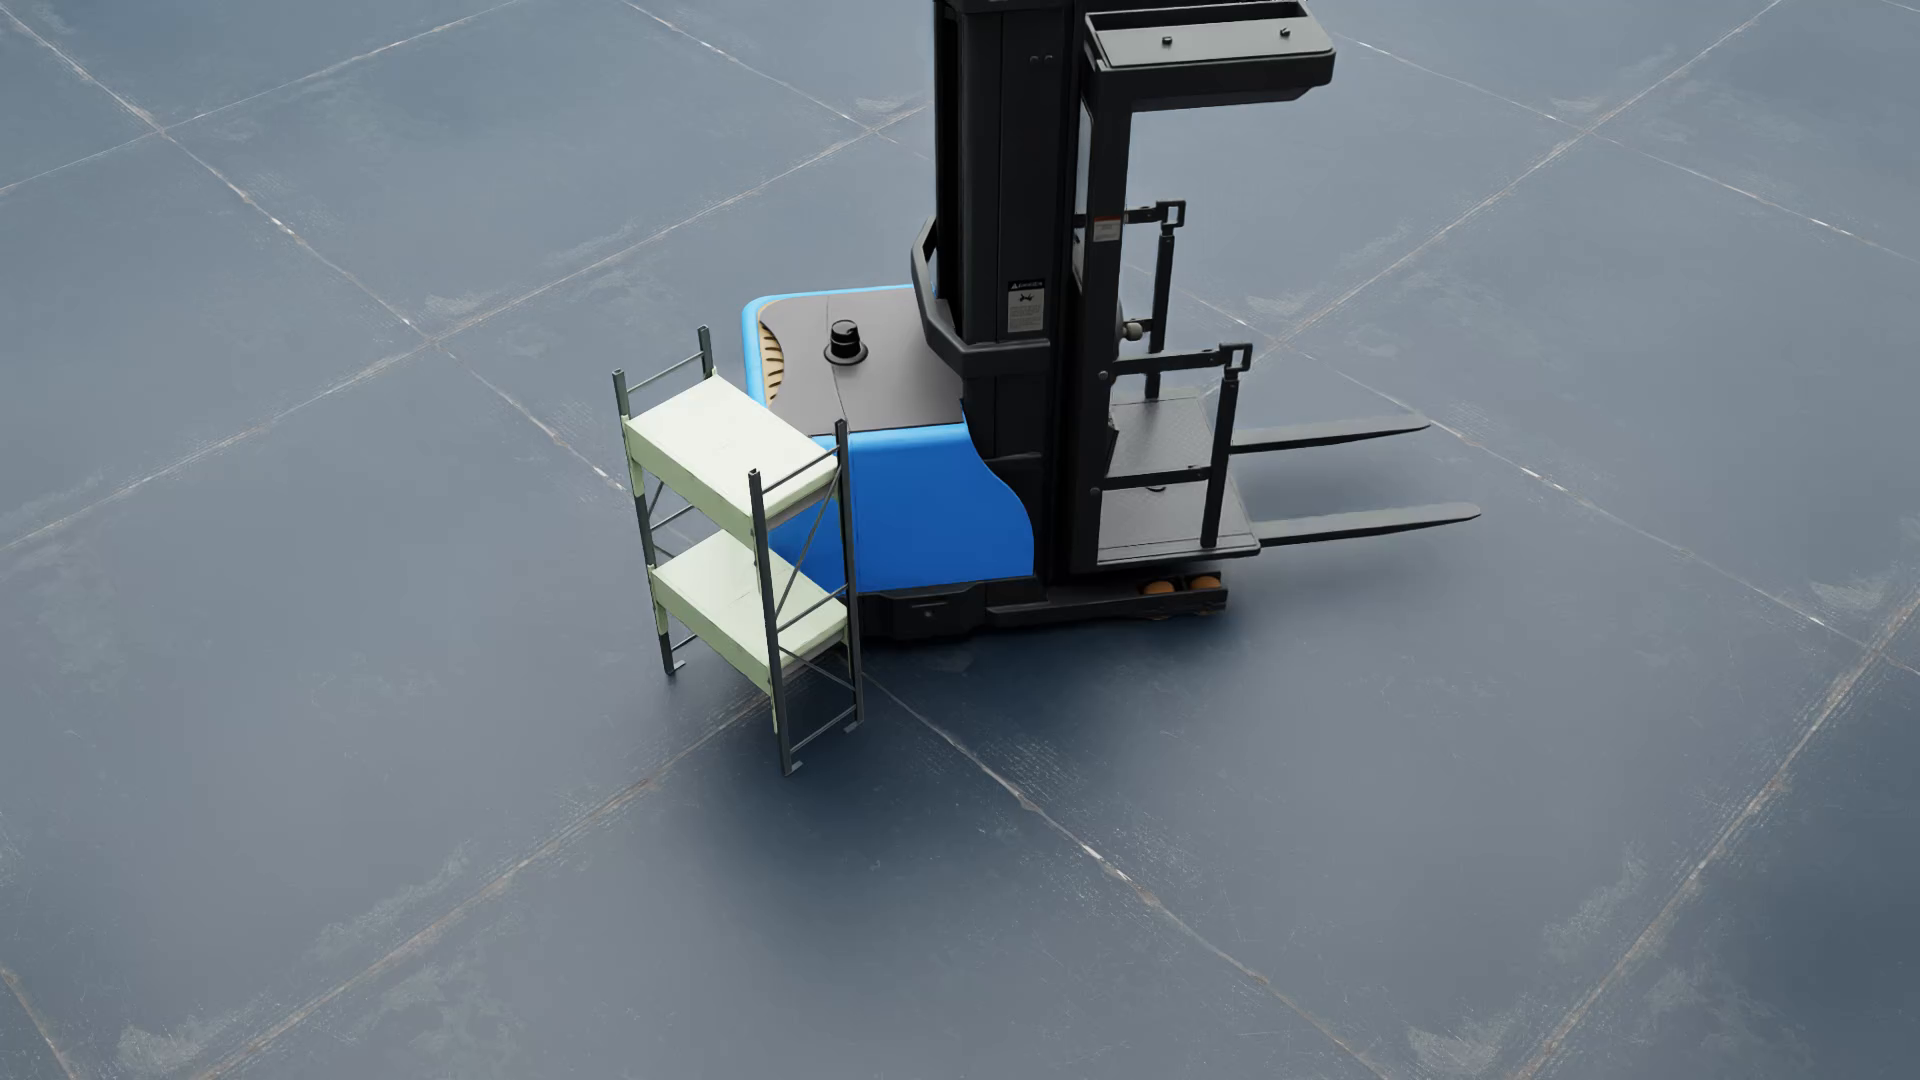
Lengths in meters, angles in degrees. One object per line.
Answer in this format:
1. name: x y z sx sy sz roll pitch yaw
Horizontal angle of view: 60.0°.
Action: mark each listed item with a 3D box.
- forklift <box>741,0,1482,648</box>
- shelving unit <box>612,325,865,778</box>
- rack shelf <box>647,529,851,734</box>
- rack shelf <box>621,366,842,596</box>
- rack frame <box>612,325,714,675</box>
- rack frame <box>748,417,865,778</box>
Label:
1. forklift: 0.665 -1.096 6.276 3.031 2.935 1.130 -6 43 -6
2. shelving unit: -0.779 0.069 6.071 0.431 1.500 0.755 -34 52 -31
3. rack shelf: -0.779 0.308 6.292 0.431 0.370 0.720 -34 52 -31
4. rack shelf: -0.779 -0.218 5.806 0.431 0.370 0.720 -34 52 -31
5. rack frame: -1.035 -0.109 6.263 0.400 1.500 0.023 -34 52 -31
6. rack frame: -0.523 0.246 5.878 0.400 1.500 0.023 -34 52 -31
